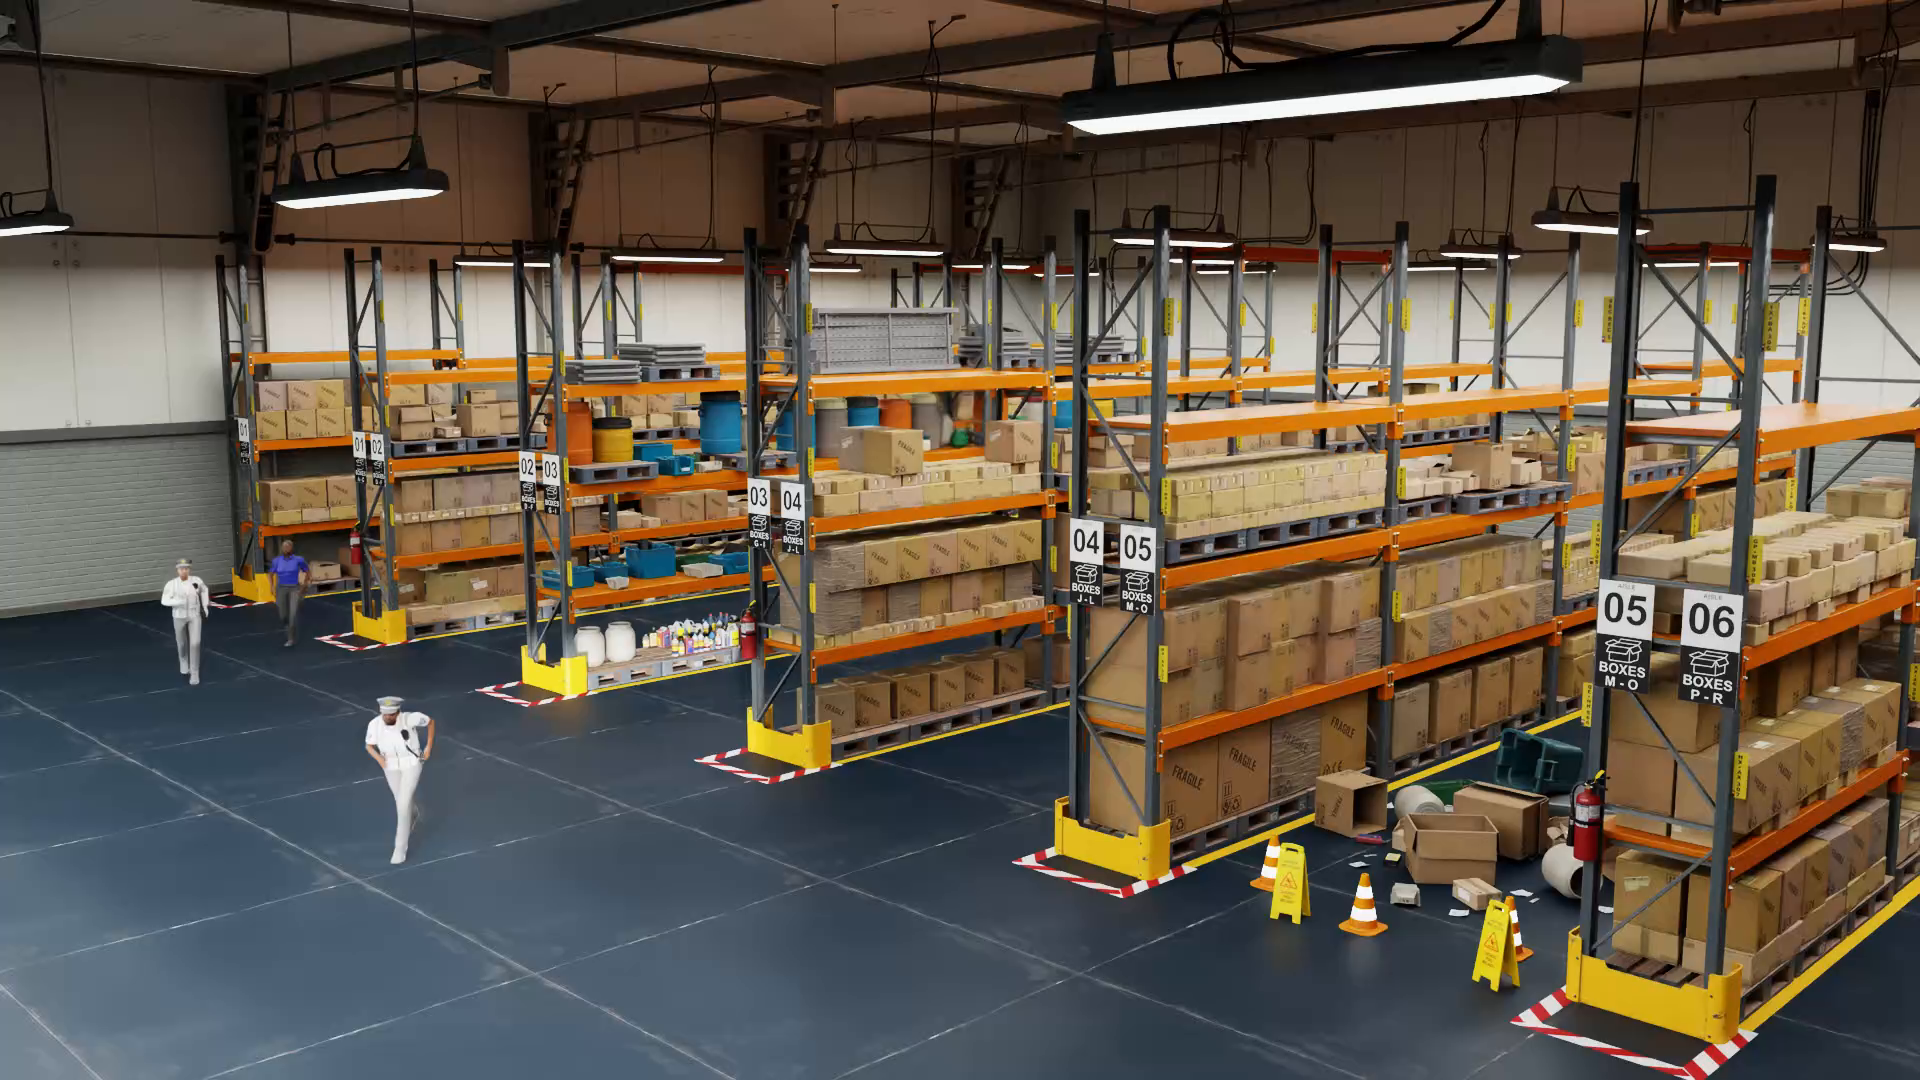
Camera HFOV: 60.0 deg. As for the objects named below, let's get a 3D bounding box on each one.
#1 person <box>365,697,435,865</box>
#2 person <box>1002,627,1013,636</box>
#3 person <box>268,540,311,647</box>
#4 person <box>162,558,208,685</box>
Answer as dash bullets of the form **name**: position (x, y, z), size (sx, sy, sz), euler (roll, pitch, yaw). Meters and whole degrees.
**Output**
- **person**: position (-5.272, 2.194, 15.776), size (0.618, 1.623, 0.983), euler (-1, 8, -7)
- **person**: position (0.719, 0.538, 24.620), size (0.690, 1.741, 0.573), euler (7, 11, 42)
- **person**: position (-10.211, 0.797, 25.373), size (0.611, 1.611, 0.551), euler (-2, 8, -14)
- **person**: position (-10.621, 1.077, 22.837), size (0.597, 1.702, 0.919), euler (-4, 9, -27)
